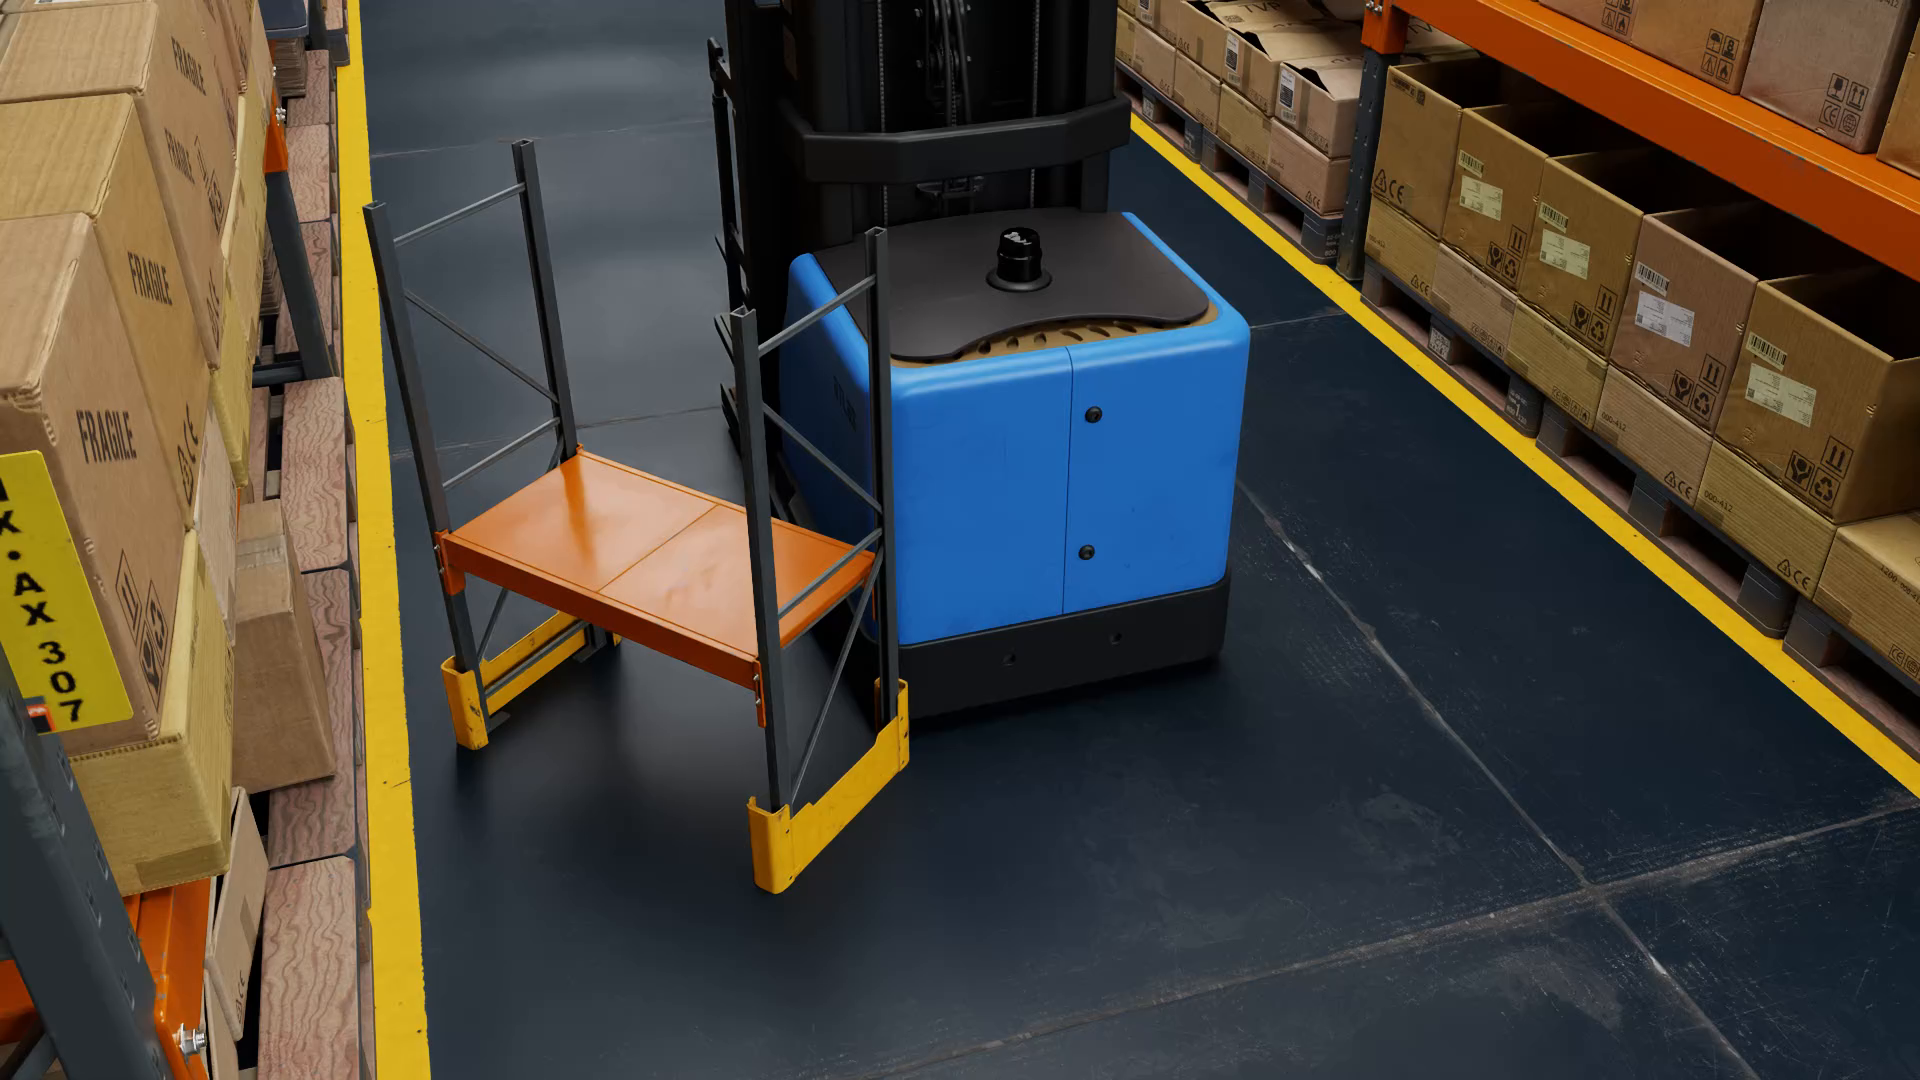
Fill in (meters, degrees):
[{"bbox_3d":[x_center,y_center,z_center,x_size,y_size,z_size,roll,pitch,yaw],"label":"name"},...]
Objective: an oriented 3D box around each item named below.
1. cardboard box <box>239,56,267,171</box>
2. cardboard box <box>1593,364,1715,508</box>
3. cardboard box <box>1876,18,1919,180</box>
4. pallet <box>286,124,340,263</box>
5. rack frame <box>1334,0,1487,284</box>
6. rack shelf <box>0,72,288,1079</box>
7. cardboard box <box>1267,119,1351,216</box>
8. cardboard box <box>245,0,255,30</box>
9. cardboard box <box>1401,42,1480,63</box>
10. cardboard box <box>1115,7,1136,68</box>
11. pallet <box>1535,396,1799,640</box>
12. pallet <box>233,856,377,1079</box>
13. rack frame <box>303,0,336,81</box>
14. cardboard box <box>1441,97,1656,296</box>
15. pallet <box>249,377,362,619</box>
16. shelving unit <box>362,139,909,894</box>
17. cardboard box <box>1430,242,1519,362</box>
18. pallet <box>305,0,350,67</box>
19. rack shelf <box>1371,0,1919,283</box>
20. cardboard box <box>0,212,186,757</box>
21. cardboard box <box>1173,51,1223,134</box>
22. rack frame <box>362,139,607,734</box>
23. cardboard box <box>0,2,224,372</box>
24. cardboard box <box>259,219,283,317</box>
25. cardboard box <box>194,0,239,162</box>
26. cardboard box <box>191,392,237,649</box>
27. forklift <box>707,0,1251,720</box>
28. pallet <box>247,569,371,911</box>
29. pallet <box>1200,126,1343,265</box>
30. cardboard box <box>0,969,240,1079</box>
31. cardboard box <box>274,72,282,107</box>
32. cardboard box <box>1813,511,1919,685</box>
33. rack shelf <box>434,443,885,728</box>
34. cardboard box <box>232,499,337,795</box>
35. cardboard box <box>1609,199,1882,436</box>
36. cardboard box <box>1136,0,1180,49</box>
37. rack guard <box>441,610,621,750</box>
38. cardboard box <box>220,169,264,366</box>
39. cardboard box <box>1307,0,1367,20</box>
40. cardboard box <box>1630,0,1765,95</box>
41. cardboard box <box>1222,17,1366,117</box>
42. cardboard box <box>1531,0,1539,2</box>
[{"bbox_3d":[-2.080,-1.073,4.271,0.500,0.250,0.500,-10,35,-15],"label":"cardboard box"},{"bbox_3d":[2.366,-0.368,5.200,0.500,0.250,0.500,-10,35,-15],"label":"cardboard box"},{"bbox_3d":[2.839,-1.149,4.177,0.700,0.500,0.500,-10,35,-14],"label":"cardboard box"},{"bbox_3d":[-3.271,-1.475,7.291,1.003,0.211,1.213,-10,35,-15],"label":"pallet"},{"bbox_3d":[2.060,-2.423,6.196,1.000,3.000,0.127,-10,35,-15],"label":"rack frame"},{"bbox_3d":[-2.047,-0.238,3.542,1.077,0.370,4.000,-10,35,-15],"label":"rack shelf"},{"bbox_3d":[1.657,-1.620,7.094,0.500,0.250,0.500,-10,35,-15],"label":"cardboard box"},{"bbox_3d":[-2.218,-1.651,4.465,0.500,0.500,0.500,-10,35,-15],"label":"cardboard box"},{"bbox_3d":[2.171,-1.944,7.076,0.500,0.311,0.500,-10,35,-15],"label":"cardboard box"},{"bbox_3d":[1.038,-2.691,8.715,0.500,0.250,0.500,-11,35,-16],"label":"cardboard box"},{"bbox_3d":[2.638,-0.194,5.351,1.003,0.211,1.213,-10,35,-15],"label":"pallet"},{"bbox_3d":[-1.674,1.203,3.238,1.003,0.211,1.213,-10,35,-15],"label":"pallet"},{"bbox_3d":[-3.877,-3.688,8.111,1.000,3.000,0.127,-10,35,-15],"label":"rack frame"},{"bbox_3d":[2.063,-1.207,5.788,0.500,0.500,0.500,-10,35,-15],"label":"cardboard box"},{"bbox_3d":[-2.418,-0.078,5.177,1.003,0.211,1.213,-10,35,-15],"label":"pallet"},{"bbox_3d":[-0.738,-0.070,3.996,1.083,1.500,0.587,19,38,26],"label":"shelving unit"},{"bbox_3d":[2.060,-0.893,5.994,0.500,0.250,0.500,-10,35,-15],"label":"cardboard box"},{"bbox_3d":[-4.046,-2.952,9.525,1.003,0.211,1.213,-10,35,-15],"label":"pallet"},{"bbox_3d":[2.670,-1.073,4.805,1.077,0.370,4.000,-10,35,-15],"label":"rack shelf"},{"bbox_3d":[-1.296,-0.048,2.039,0.500,0.500,0.500,-10,35,-15],"label":"cardboard box"},{"bbox_3d":[1.348,-2.155,7.903,0.500,0.250,0.500,-9,35,-14],"label":"cardboard box"},{"bbox_3d":[-1.163,-0.215,4.215,0.032,1.500,0.500,19,38,26],"label":"rack frame"},{"bbox_3d":[-1.589,-0.581,2.847,0.500,0.500,0.500,-11,35,-16],"label":"cardboard box"},{"bbox_3d":[-2.897,-1.112,6.081,0.700,0.500,0.500,-9,34,-13],"label":"cardboard box"},{"bbox_3d":[-1.917,-1.123,3.667,0.500,0.500,0.500,-11,35,-16],"label":"cardboard box"},{"bbox_3d":[-1.455,-0.014,2.668,0.500,0.250,0.500,-11,35,-16],"label":"cardboard box"},{"bbox_3d":[-0.195,-1.553,4.942,1.130,2.935,3.031,-10,35,-15],"label":"forklift"},{"bbox_3d":[-2.042,0.564,4.206,1.003,0.211,1.213,-10,35,-15],"label":"pallet"},{"bbox_3d":[1.798,-1.640,7.540,1.003,0.211,1.213,-10,35,-15],"label":"pallet"},{"bbox_3d":[-1.562,1.072,2.947,0.500,0.311,0.500,-14,36,-20],"label":"cardboard box"},{"bbox_3d":[-3.561,-2.170,7.681,0.700,0.500,0.500,-10,35,-15],"label":"cardboard box"},{"bbox_3d":[2.671,0.157,4.405,0.500,0.250,0.500,-10,35,-15],"label":"cardboard box"},{"bbox_3d":[-0.730,0.082,4.091,1.000,0.185,0.538,19,38,26],"label":"rack shelf"},{"bbox_3d":[-1.912,0.300,3.943,0.700,0.500,0.500,-12,35,-18],"label":"cardboard box"},{"bbox_3d":[2.363,-0.681,4.992,0.500,0.500,0.500,-10,35,-15],"label":"cardboard box"},{"bbox_3d":[1.199,-2.649,8.142,0.500,0.311,0.500,-10,35,-15],"label":"cardboard box"},{"bbox_3d":[-1.162,0.307,4.559,0.087,0.250,0.587,19,38,26],"label":"rack guard"},{"bbox_3d":[-1.757,-0.548,3.476,0.500,0.250,0.500,-10,35,-14],"label":"cardboard box"},{"bbox_3d":[1.864,-2.479,7.886,0.500,0.311,0.500,-11,35,-16],"label":"cardboard box"},{"bbox_3d":[2.517,-1.693,5.001,0.700,0.500,0.500,-10,35,-14],"label":"cardboard box"},{"bbox_3d":[1.498,-2.122,7.345,0.500,0.311,0.500,-9,35,-13],"label":"cardboard box"},{"bbox_3d":[2.201,-2.233,5.818,0.700,0.500,0.500,-11,35,-16],"label":"cardboard box"}]
